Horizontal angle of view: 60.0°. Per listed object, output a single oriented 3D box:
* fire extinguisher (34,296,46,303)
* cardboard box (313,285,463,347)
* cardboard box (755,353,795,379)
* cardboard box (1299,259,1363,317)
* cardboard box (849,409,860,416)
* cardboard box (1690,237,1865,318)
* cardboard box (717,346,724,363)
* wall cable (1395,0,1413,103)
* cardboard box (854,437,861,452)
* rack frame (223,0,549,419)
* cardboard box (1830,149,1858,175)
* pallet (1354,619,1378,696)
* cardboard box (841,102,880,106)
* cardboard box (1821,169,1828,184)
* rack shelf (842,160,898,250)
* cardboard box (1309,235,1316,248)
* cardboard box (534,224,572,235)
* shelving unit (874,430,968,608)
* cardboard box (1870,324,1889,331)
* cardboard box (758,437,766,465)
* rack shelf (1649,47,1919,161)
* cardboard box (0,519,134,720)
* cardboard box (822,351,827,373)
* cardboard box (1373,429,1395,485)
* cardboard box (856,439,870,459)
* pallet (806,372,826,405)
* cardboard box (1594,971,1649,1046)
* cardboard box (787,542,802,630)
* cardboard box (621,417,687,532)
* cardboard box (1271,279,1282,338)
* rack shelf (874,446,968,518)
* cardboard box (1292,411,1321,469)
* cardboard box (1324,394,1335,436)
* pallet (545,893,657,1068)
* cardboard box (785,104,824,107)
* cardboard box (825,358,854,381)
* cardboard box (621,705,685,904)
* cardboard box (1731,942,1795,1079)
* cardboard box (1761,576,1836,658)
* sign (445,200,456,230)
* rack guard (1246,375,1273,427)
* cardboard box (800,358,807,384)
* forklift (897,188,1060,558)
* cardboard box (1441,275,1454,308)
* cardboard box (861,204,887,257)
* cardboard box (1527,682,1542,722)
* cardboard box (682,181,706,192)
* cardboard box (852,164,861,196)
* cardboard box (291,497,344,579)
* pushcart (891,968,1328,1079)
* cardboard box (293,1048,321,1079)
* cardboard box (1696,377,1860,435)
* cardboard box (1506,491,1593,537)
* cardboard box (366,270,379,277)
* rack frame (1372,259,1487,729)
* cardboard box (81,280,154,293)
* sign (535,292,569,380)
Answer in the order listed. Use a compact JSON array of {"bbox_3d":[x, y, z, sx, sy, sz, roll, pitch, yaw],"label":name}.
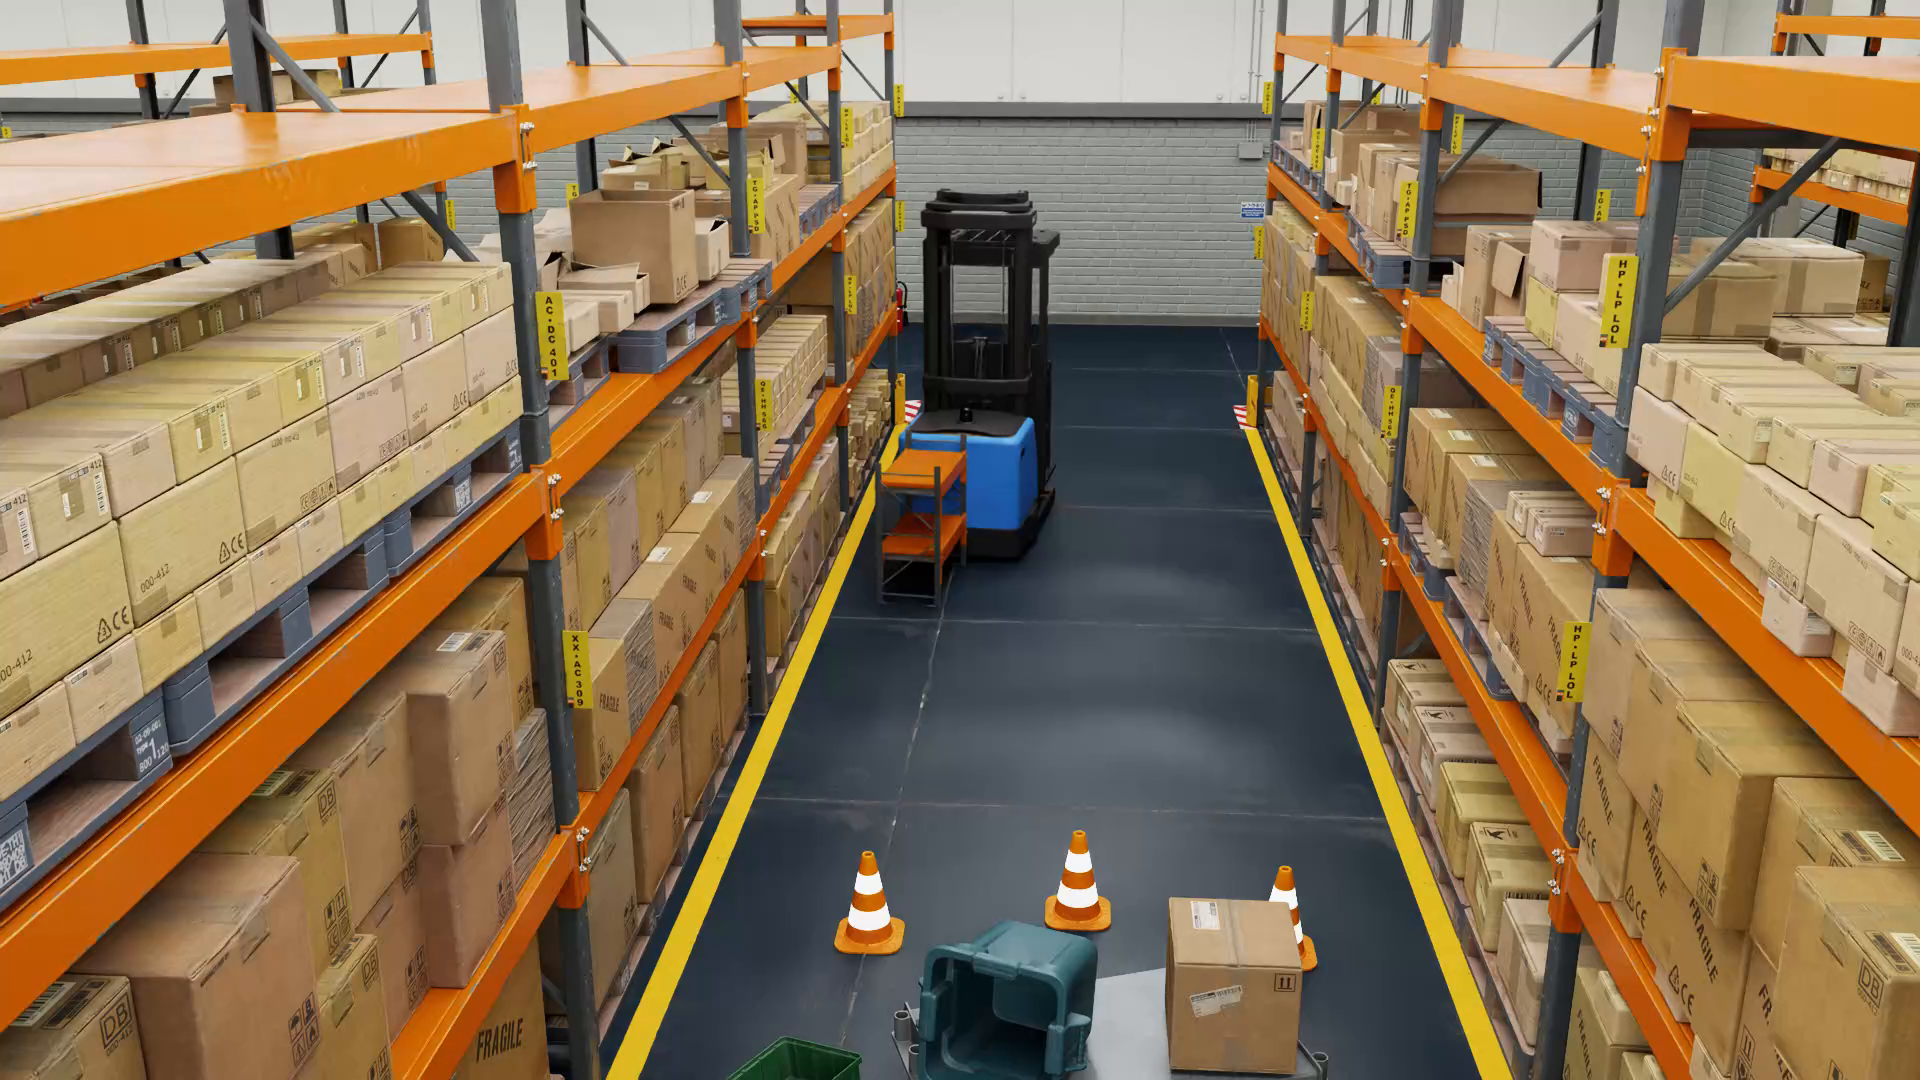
[{"bbox_3d":[-10.610,-2.855,19.041,0.296,0.674,0.183,1,18,4],"label":"fire extinguisher"},{"bbox_3d":[-1.800,-0.707,5.235,0.380,0.149,0.250,1,18,4],"label":"cardboard box"},{"bbox_3d":[-1.427,-1.283,12.294,0.380,0.149,0.250,1,18,3],"label":"cardboard box"},{"bbox_3d":[3.222,-2.133,14.350,0.500,0.500,0.500,1,18,3],"label":"cardboard box"},{"bbox_3d":[-1.169,-1.176,16.144,0.380,0.149,0.250,1,18,2],"label":"cardboard box"},{"bbox_3d":[3.357,-1.092,6.885,0.500,0.250,0.500,1,18,3],"label":"cardboard box"},{"bbox_3d":[-2.041,-1.465,12.849,0.380,0.149,0.250,1,18,3],"label":"cardboard box"},{"bbox_3d":[7.403,-7.250,22.038,2.988,3.039,0.133,1,18,4],"label":"wall cable"},{"bbox_3d":[-1.160,-0.954,15.945,0.380,0.149,0.250,2,18,6],"label":"cardboard box"},{"bbox_3d":[-2.054,-1.903,5.780,1.000,3.000,0.127,1,18,4],"label":"rack frame"},{"bbox_3d":[8.318,-3.476,15.161,0.500,0.250,0.500,1,18,3],"label":"cardboard box"},{"bbox_3d":[3.308,0.866,11.440,1.003,0.211,1.213,1,18,4],"label":"pallet"},{"bbox_3d":[-1.019,-4.376,16.941,0.380,0.149,0.250,2,18,5],"label":"cardboard box"},{"bbox_3d":[8.330,-3.407,15.589,0.380,0.149,0.250,1,18,3],"label":"cardboard box"},{"bbox_3d":[-1.338,-3.242,15.838,1.077,0.370,4.000,1,18,4],"label":"rack shelf"},{"bbox_3d":[3.323,-2.627,14.816,0.380,0.149,0.250,1,18,3],"label":"cardboard box"},{"bbox_3d":[-2.075,-1.521,8.835,0.500,0.250,0.500,2,18,5],"label":"cardboard box"},{"bbox_3d":[-0.296,-0.186,13.184,0.538,1.125,1.048,4,18,11],"label":"shelving unit"},{"bbox_3d":[8.229,-1.738,14.673,0.500,0.250,0.500,1,18,4],"label":"cardboard box"},{"bbox_3d":[-1.515,-0.593,11.144,0.380,0.149,0.250,2,18,7],"label":"cardboard box"},{"bbox_3d":[2.747,-0.860,3.755,1.077,0.370,4.000,1,18,4],"label":"rack shelf"},{"bbox_3d":[-2.015,0.145,3.273,0.500,0.250,0.500,1,18,3],"label":"cardboard box"},{"bbox_3d":[-1.312,-1.490,13.881,0.380,0.149,0.250,1,18,3],"label":"cardboard box"},{"bbox_3d":[2.958,-0.538,10.686,0.500,0.250,0.500,1,18,4],"label":"cardboard box"},{"bbox_3d":[-1.082,-0.892,16.231,0.380,0.149,0.250,1,18,2],"label":"cardboard box"},{"bbox_3d":[-1.681,-1.212,13.612,1.003,0.211,1.213,1,18,4],"label":"pallet"},{"bbox_3d":[2.510,1.684,5.963,0.380,0.149,0.250,2,18,5],"label":"cardboard box"},{"bbox_3d":[-1.430,0.323,11.959,0.500,0.500,0.500,1,18,5],"label":"cardboard box"},{"bbox_3d":[-1.879,-0.362,8.944,0.700,0.500,0.500,1,18,3],"label":"cardboard box"},{"bbox_3d":[3.367,-2.290,16.434,0.500,0.500,0.500,1,18,4],"label":"cardboard box"},{"bbox_3d":[-0.296,-0.464,13.092,0.538,0.278,1.000,4,18,11],"label":"rack shelf"},{"bbox_3d":[3.679,-0.911,15.825,0.875,0.438,0.875,1,18,2],"label":"cardboard box"},{"bbox_3d":[3.080,-0.936,12.705,0.500,0.250,0.500,1,18,3],"label":"cardboard box"},{"bbox_3d":[-2.074,2.031,7.885,1.003,0.211,1.213,1,18,4],"label":"pallet"},{"bbox_3d":[-1.573,-4.304,16.720,0.380,0.149,0.250,1,18,4],"label":"cardboard box"},{"bbox_3d":[-1.134,-1.498,14.582,0.380,0.149,0.250,2,18,6],"label":"cardboard box"},{"bbox_3d":[-2.027,1.323,8.508,1.050,0.750,0.750,1,18,4],"label":"cardboard box"},{"bbox_3d":[2.502,1.438,4.580,0.500,0.500,0.500,1,18,5],"label":"cardboard box"},{"bbox_3d":[2.443,0.210,4.550,0.380,0.149,0.250,1,18,3],"label":"cardboard box"},{"bbox_3d":[-5.594,-3.568,18.255,0.100,0.325,0.005,1,18,4],"label":"sign"},{"bbox_3d":[3.752,-1.520,18.259,1.175,0.500,0.348,1,18,4],"label":"rack guard"},{"bbox_3d":[-1.386,-1.306,12.843,0.380,0.149,0.250,0,18,1],"label":"cardboard box"},{"bbox_3d":[0.271,-1.665,14.797,1.130,2.935,3.031,4,18,11],"label":"forklift"},{"bbox_3d":[2.985,-1.428,9.549,0.380,0.149,0.250,1,18,4],"label":"cardboard box"},{"bbox_3d":[-1.015,-3.138,16.940,0.500,0.500,0.500,1,18,2],"label":"cardboard box"},{"bbox_3d":[2.688,0.699,7.202,0.380,0.149,0.250,1,18,2],"label":"cardboard box"},{"bbox_3d":[-1.957,-2.106,11.056,0.500,0.500,0.500,1,18,4],"label":"cardboard box"},{"bbox_3d":[-1.158,-3.185,14.749,0.500,0.250,0.500,1,18,3],"label":"cardboard box"},{"bbox_3d":[-1.870,-0.011,4.392,0.380,0.149,0.250,1,18,4],"label":"cardboard box"},{"bbox_3d":[0.612,2.237,6.989,1.648,0.377,0.936,-5,19,-15],"label":"pushcart"},{"bbox_3d":[-2.177,1.660,4.299,0.875,0.550,0.550,1,18,4],"label":"cardboard box"},{"bbox_3d":[2.524,-0.405,5.146,0.380,0.149,0.250,1,18,2],"label":"cardboard box"},{"bbox_3d":[2.731,-0.119,7.613,0.380,0.149,0.250,1,18,2],"label":"cardboard box"},{"bbox_3d":[-6.469,-2.687,17.569,0.500,0.250,0.500,1,18,3],"label":"cardboard box"},{"bbox_3d":[3.177,-0.216,10.264,1.000,3.000,0.127,1,18,4],"label":"rack frame"},{"bbox_3d":[-6.519,-1.792,13.303,0.797,0.503,0.637,1,18,5],"label":"cardboard box"},{"bbox_3d":[-1.501,-0.749,6.118,0.100,0.325,0.005,1,18,4],"label":"sign"}]
